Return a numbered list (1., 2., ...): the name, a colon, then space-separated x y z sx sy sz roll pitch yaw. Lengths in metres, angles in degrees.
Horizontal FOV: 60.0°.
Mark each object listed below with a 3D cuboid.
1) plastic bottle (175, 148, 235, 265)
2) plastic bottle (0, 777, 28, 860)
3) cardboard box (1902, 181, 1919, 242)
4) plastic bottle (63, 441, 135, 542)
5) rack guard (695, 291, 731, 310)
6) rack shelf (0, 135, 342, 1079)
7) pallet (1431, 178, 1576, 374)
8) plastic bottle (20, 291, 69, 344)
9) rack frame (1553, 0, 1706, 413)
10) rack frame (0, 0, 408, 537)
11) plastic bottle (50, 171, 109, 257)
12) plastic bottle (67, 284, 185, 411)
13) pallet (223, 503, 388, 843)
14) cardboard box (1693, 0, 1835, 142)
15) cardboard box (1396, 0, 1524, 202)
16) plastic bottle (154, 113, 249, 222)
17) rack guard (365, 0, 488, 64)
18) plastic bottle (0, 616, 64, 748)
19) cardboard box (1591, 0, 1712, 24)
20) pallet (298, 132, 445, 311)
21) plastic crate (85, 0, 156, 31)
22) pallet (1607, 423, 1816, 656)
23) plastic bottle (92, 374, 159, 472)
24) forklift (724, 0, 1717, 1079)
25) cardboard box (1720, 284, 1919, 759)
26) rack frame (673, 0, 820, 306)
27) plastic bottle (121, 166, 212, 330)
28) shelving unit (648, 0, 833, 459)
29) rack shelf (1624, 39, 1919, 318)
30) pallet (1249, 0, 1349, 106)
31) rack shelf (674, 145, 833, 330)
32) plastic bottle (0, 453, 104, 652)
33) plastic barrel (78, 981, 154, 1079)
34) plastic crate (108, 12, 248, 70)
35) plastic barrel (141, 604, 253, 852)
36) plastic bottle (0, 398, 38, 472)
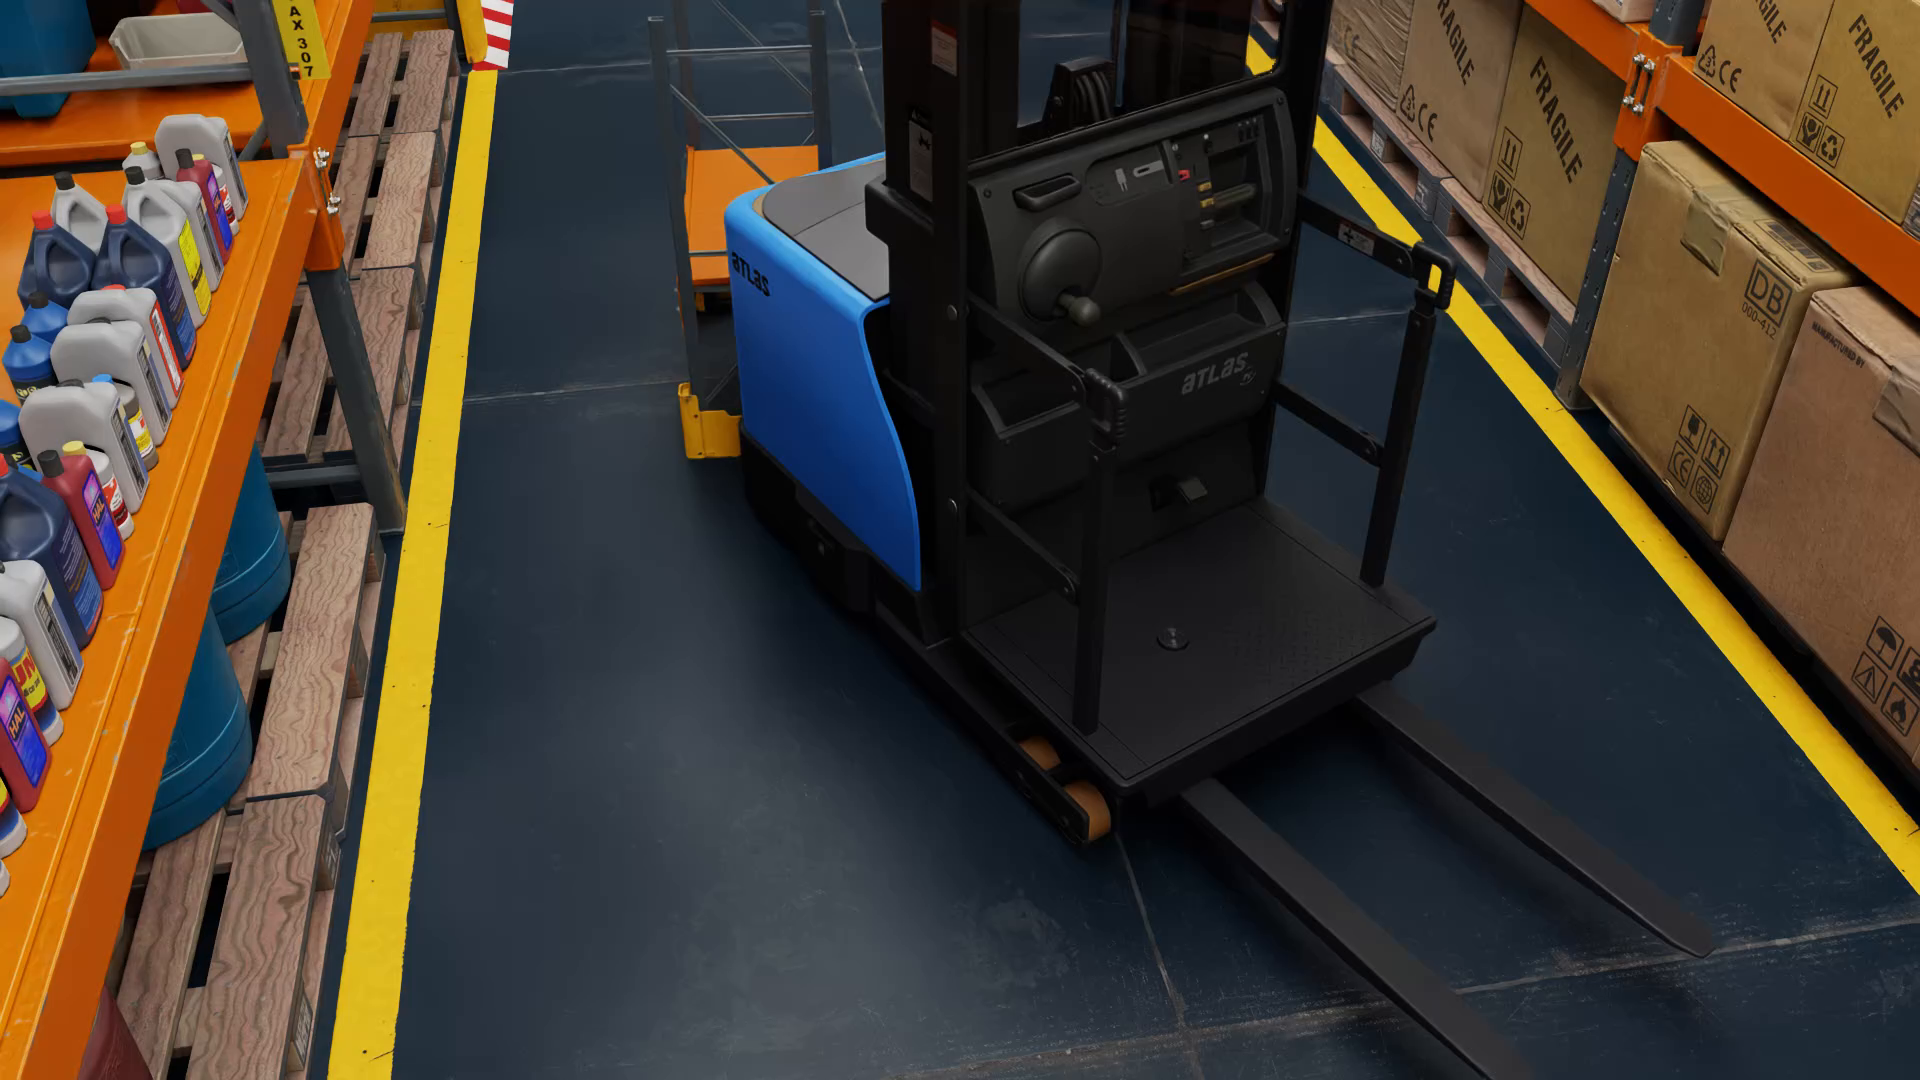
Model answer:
1. plastic bottle: -1.792 -0.803 3.933 0.061 0.283 0.133 -6 38 -8
2. plastic bottle: -1.476 0.353 2.456 0.097 0.271 0.097 0 38 0
3. cardboard box: 2.623 -0.848 3.816 0.500 0.500 0.500 -7 38 -9
4. plastic bottle: -1.613 -0.091 3.084 0.097 0.201 0.097 0 38 0
5. rack guard: -0.734 -1.023 6.363 0.587 0.250 0.087 -3 38 -4
6. rack shelf: -1.914 0.305 2.998 1.077 0.370 4.000 -6 38 -8
7. pallet: 2.556 -1.086 6.476 1.003 0.211 1.213 -6 38 -8
8. plastic bottle: -1.844 -0.383 3.403 0.097 0.271 0.097 0 38 0
9. rack frame: 2.612 -1.720 5.018 1.000 3.000 0.127 -6 38 -8
10. rack frame: -2.264 -1.187 4.333 1.000 3.000 0.127 -6 38 -8
11. plastic bottle: -1.923 -0.632 3.658 0.144 0.351 0.185 -6 38 -8
12. plastic bottle: -1.725 -0.409 3.433 0.152 0.276 0.135 -6 38 -8
13. pallet: -2.170 0.385 4.582 1.003 0.211 1.213 -6 38 -8
14. cardboard box: 2.446 -1.454 4.595 0.500 0.500 0.500 -6 38 -8
15. cardboard box: 2.417 -1.997 6.765 0.875 0.875 0.875 -6 38 -8
16. plastic bottle: -1.877 -0.935 4.109 0.152 0.276 0.135 -6 38 -8
17. rack guard: -2.983 -2.629 8.226 1.175 0.500 0.348 -6 38 -8
18. plastic bottle: -1.517 0.213 2.635 0.097 0.271 0.097 0 38 0
19. cardboard box: 2.236 -1.769 5.287 0.380 0.149 0.250 -6 38 -8
20. pallet: -2.649 -1.264 6.705 1.003 0.211 1.213 -6 38 -8
21. plastic crate: -2.725 -1.749 5.232 0.437 0.125 0.590 -6 38 -8
22. pallet: 2.821 -0.160 5.284 1.003 0.211 1.213 -6 38 -8
23. plastic bottle: -1.654 -0.231 3.265 0.097 0.201 0.097 0 38 0
24. forklift: 0.558 -0.719 3.787 1.130 2.935 3.031 -23 43 -27
25. cardboard box: 2.901 -0.122 4.352 1.225 0.875 0.875 -7 38 -10
26. rack frame: -0.734 -1.517 5.981 0.500 1.500 0.032 -3 38 -4
27. plastic bottle: -1.781 -0.647 3.678 0.144 0.351 0.185 -6 38 -8
28. shelving unit: -0.685 -1.212 5.588 0.587 1.500 1.083 -3 38 -4
29. rack shelf: 2.963 -0.227 3.684 1.077 0.370 4.000 -6 38 -8
30. pallet: 2.128 -2.560 8.373 1.003 0.211 1.213 -6 38 -8
31. rack shelf: -0.684 -1.065 5.691 0.538 0.185 1.000 -3 38 -4
32. plastic bottle: -1.588 0.018 2.822 0.144 0.351 0.185 -6 38 -8
33. plastic barrel: -1.864 1.040 3.090 0.600 0.588 0.708 -6 38 -8
34. plastic crate: -2.205 -1.403 4.777 0.396 0.136 0.243 -6 38 -8
35. plastic barrel: -2.062 0.234 3.872 0.600 0.901 0.708 -6 38 -8
36. plastic bottle: -1.780 -0.161 3.118 0.097 0.271 0.097 0 38 0
